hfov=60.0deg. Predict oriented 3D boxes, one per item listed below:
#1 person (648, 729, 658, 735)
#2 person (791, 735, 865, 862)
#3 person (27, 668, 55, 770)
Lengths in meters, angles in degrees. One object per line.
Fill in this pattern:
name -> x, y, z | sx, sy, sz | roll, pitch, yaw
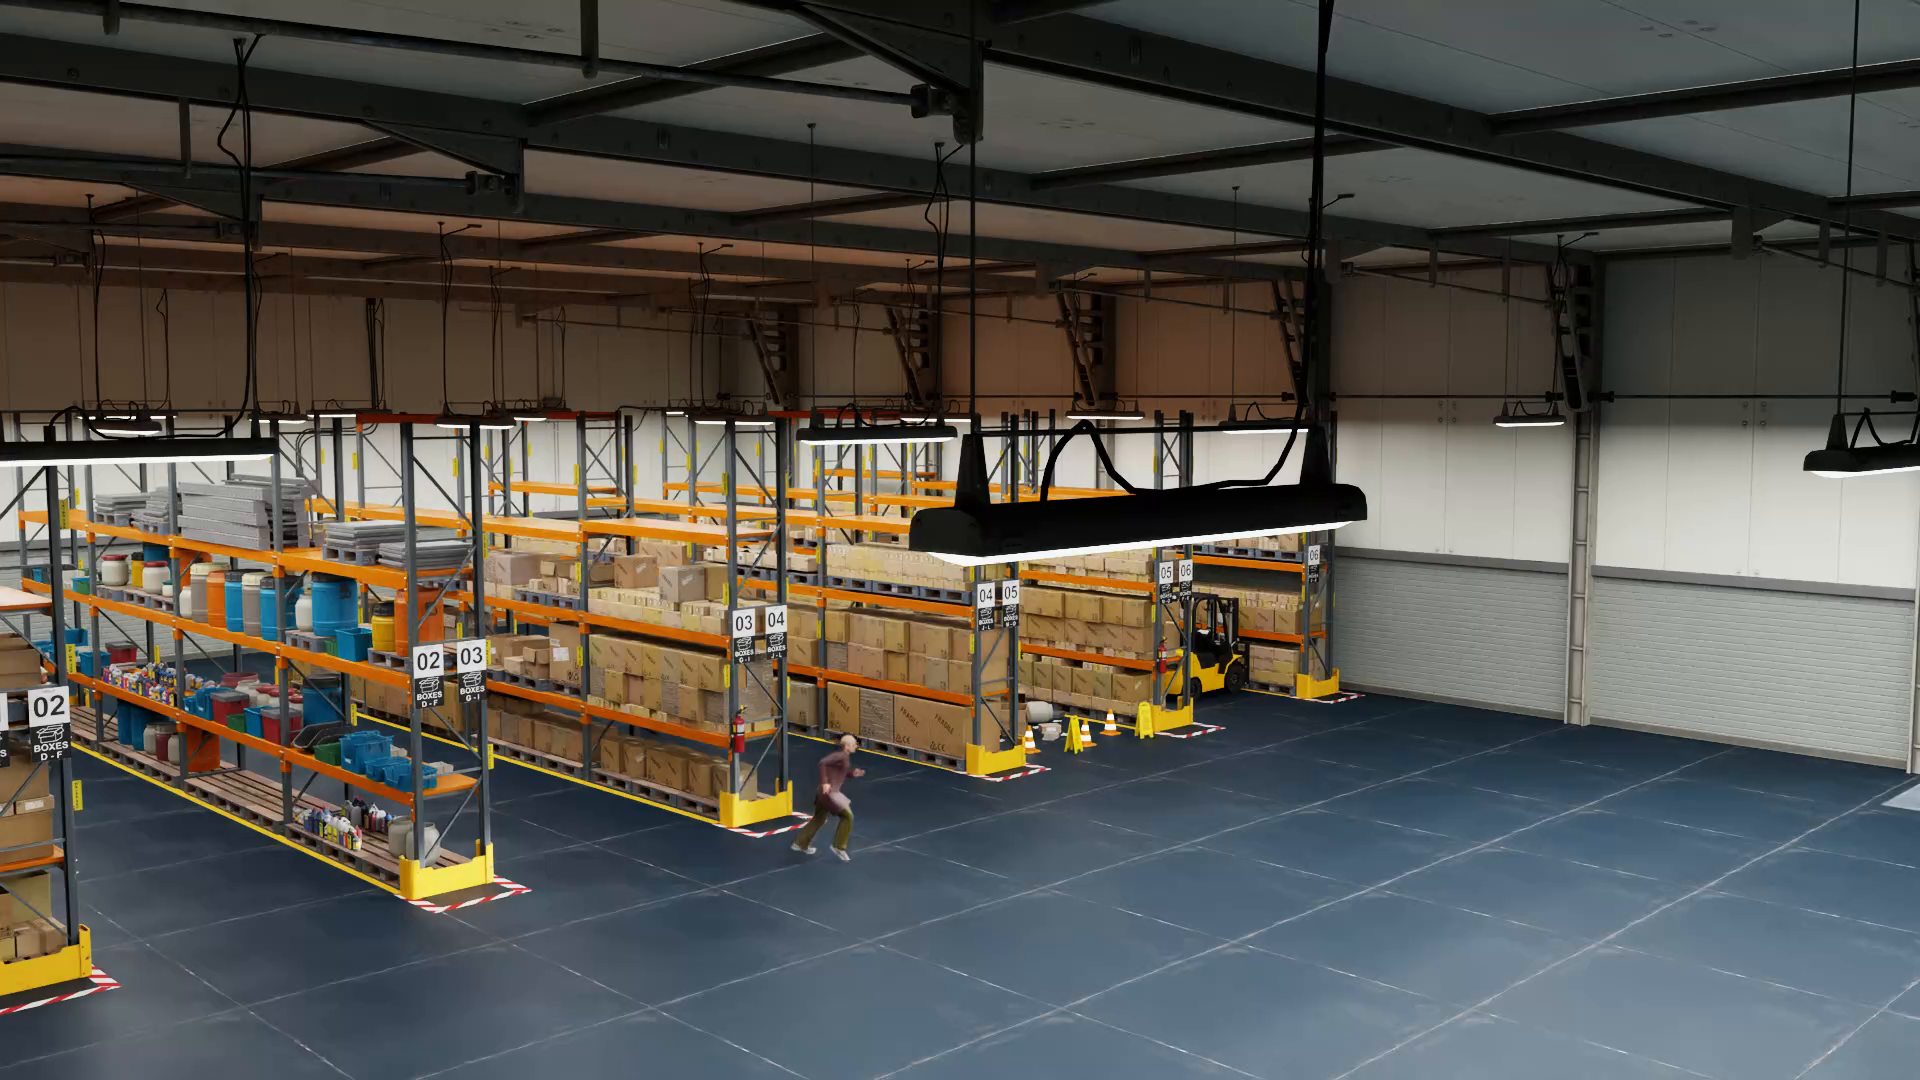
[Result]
person -> -5.736, 2.774, 31.157 | 0.720, 1.748, 0.641 | 3, 6, 30
person -> -1.788, 3.534, 22.663 | 1.000, 1.766, 0.744 | 0, 5, -4
person -> -15.672, 3.021, 28.311 | 0.676, 1.735, 0.673 | 3, 6, 34
